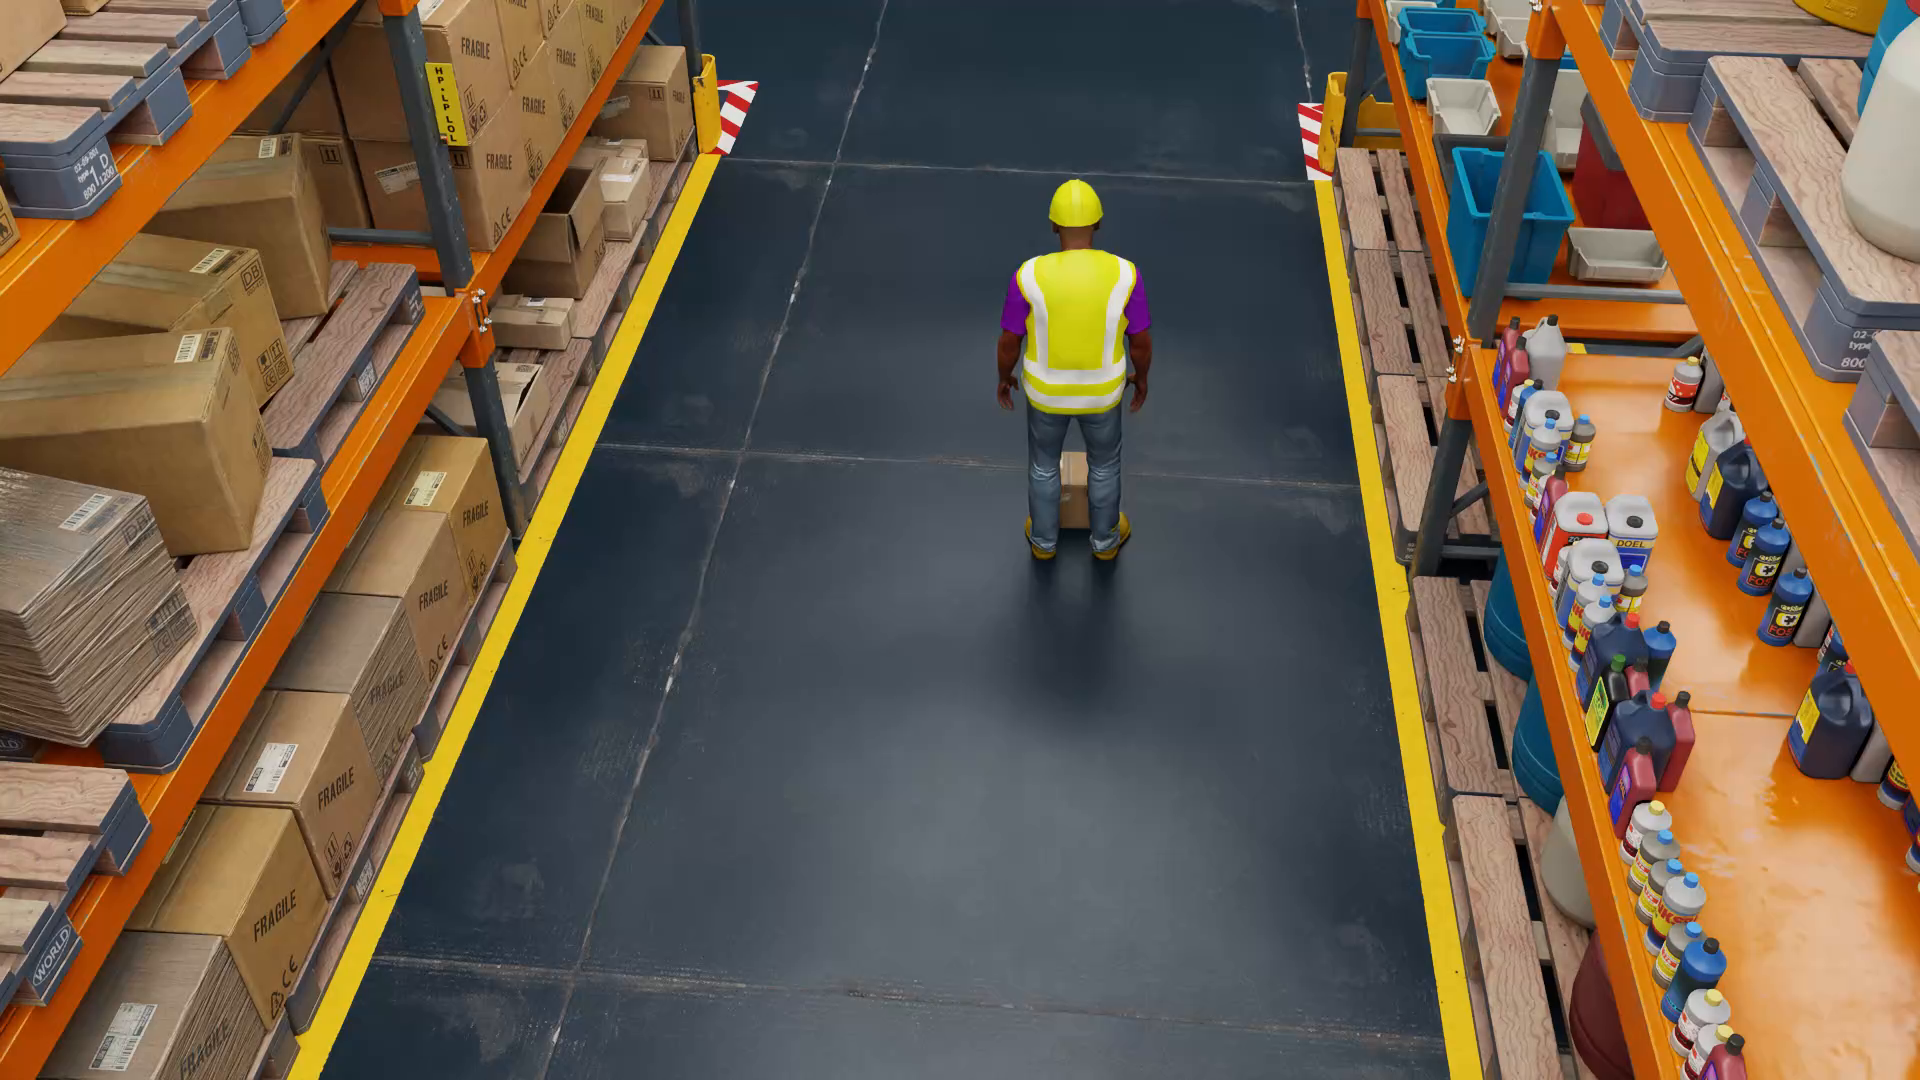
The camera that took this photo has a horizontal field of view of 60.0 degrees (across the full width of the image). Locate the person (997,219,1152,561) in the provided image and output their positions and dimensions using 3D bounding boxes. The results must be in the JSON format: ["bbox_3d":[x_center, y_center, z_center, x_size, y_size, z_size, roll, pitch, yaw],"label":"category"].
[{"bbox_3d":[12.070,-5.000,6.484,23.611,9.002,6.260,2,40,2],"label":"person"}]
